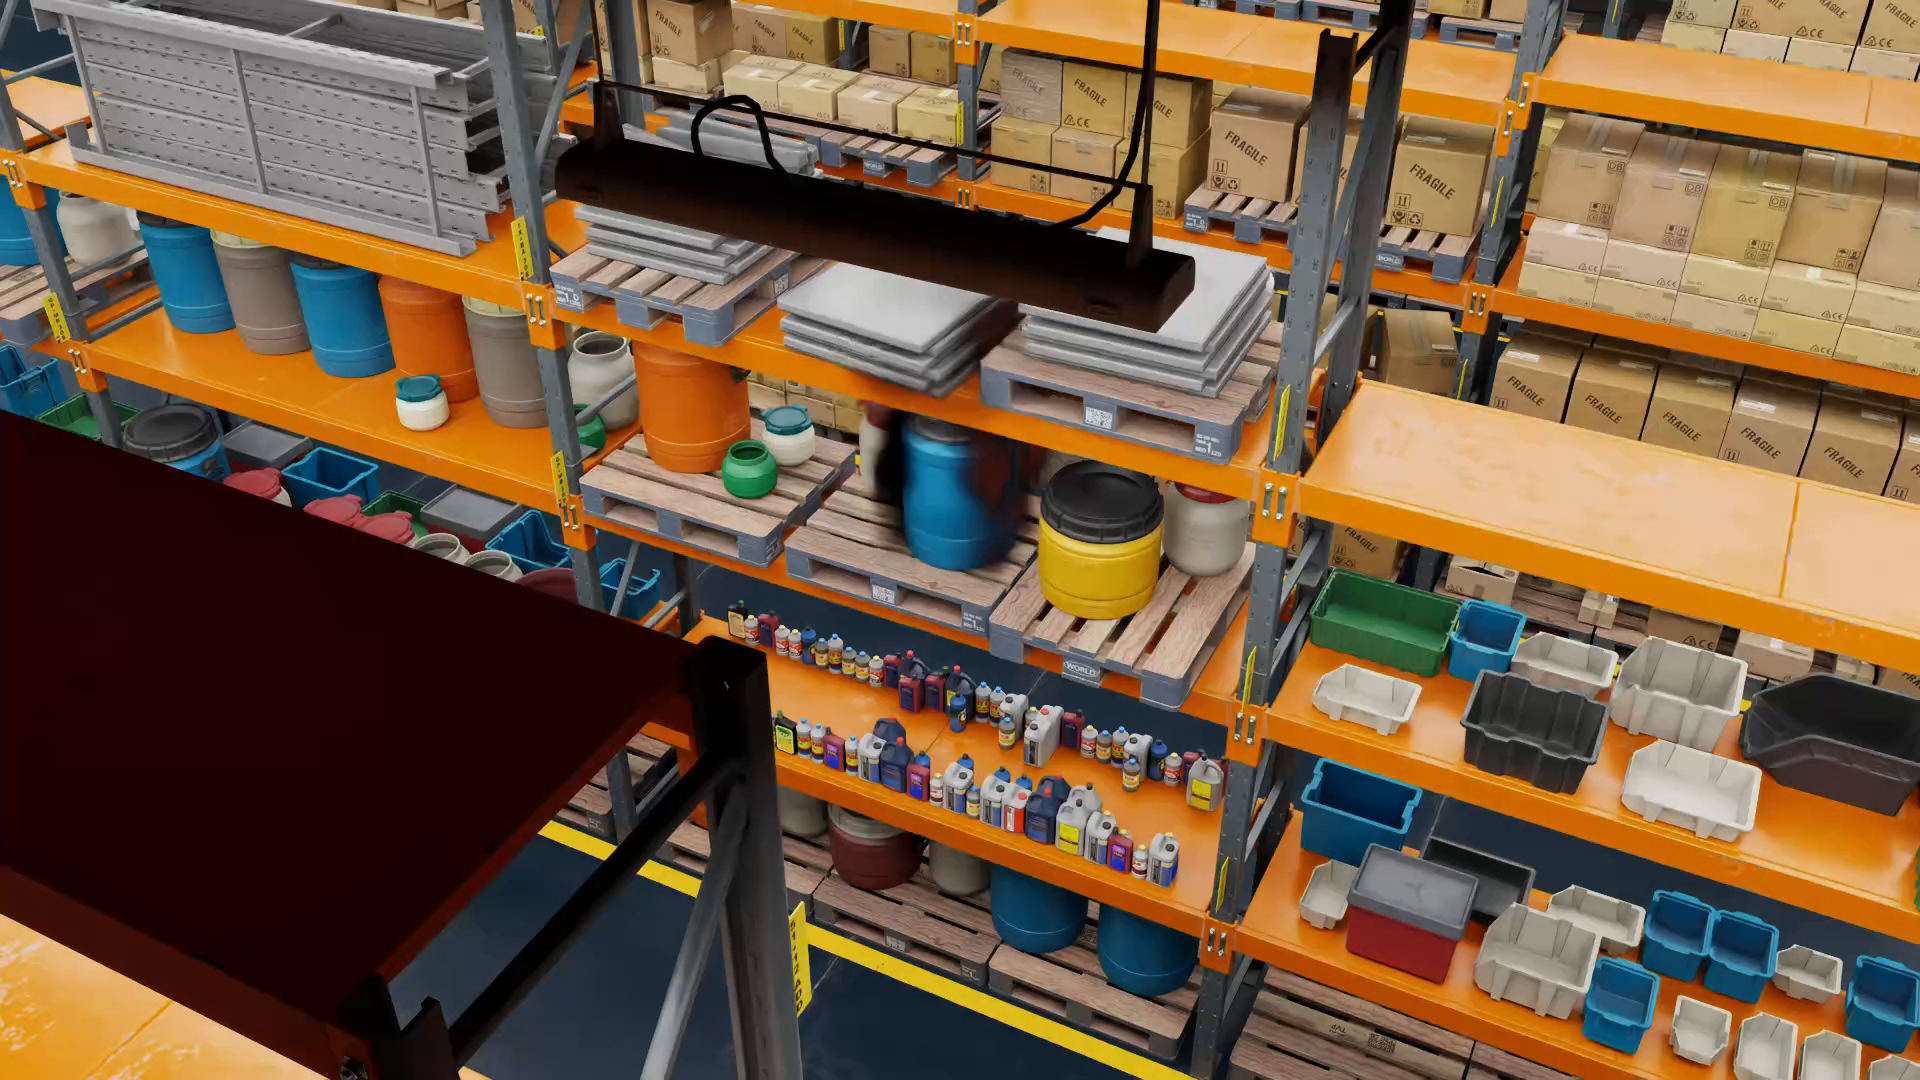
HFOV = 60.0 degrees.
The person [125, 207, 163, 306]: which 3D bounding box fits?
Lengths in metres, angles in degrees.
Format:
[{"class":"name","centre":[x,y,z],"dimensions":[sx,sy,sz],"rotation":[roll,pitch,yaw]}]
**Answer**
[{"class":"person","centre":[-8.299,-3.167,16.858],"dimensions":[0.580,1.799,0.437],"rotation":[-14,37,-19]}]

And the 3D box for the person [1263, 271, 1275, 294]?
[{"class":"person","centre":[2.498,-1.915,15.067],"dimensions":[0.624,1.751,0.505],"rotation":[4,35,6]}]
